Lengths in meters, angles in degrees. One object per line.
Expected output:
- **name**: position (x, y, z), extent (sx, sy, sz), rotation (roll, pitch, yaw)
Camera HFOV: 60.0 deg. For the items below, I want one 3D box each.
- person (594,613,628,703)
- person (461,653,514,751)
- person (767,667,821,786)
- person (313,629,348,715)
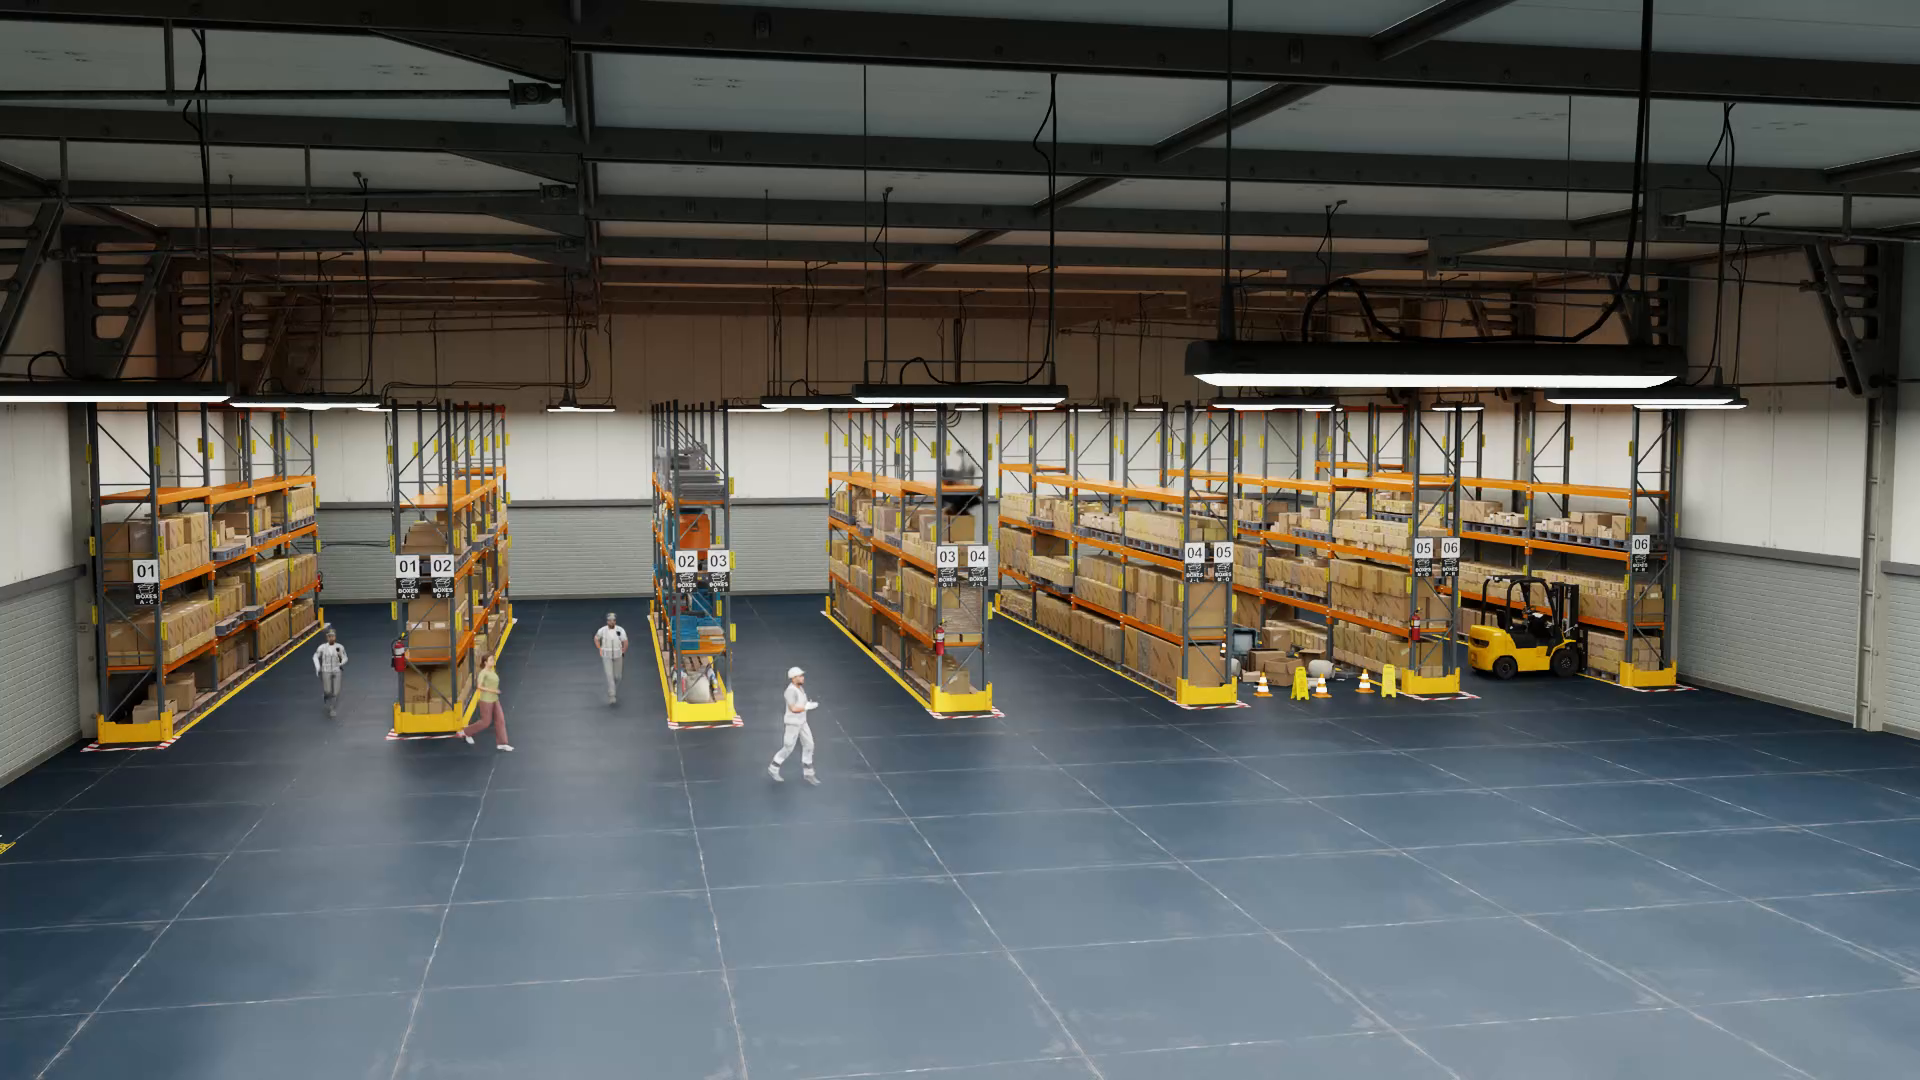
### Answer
- **person**: position (-7.001, 2.343, 33.429), extent (0.663, 1.774, 0.861), rotation (-1, 5, -18)
- **person**: position (-8.042, 2.757, 28.295), extent (0.937, 1.664, 0.594), rotation (1, 4, 12)
- **person**: position (-2.563, 2.881, 25.687), extent (0.818, 1.844, 0.661), rotation (1, 4, 16)
- **person**: position (-11.945, 2.517, 31.586), extent (0.603, 1.658, 0.541), rotation (-2, 5, -25)
